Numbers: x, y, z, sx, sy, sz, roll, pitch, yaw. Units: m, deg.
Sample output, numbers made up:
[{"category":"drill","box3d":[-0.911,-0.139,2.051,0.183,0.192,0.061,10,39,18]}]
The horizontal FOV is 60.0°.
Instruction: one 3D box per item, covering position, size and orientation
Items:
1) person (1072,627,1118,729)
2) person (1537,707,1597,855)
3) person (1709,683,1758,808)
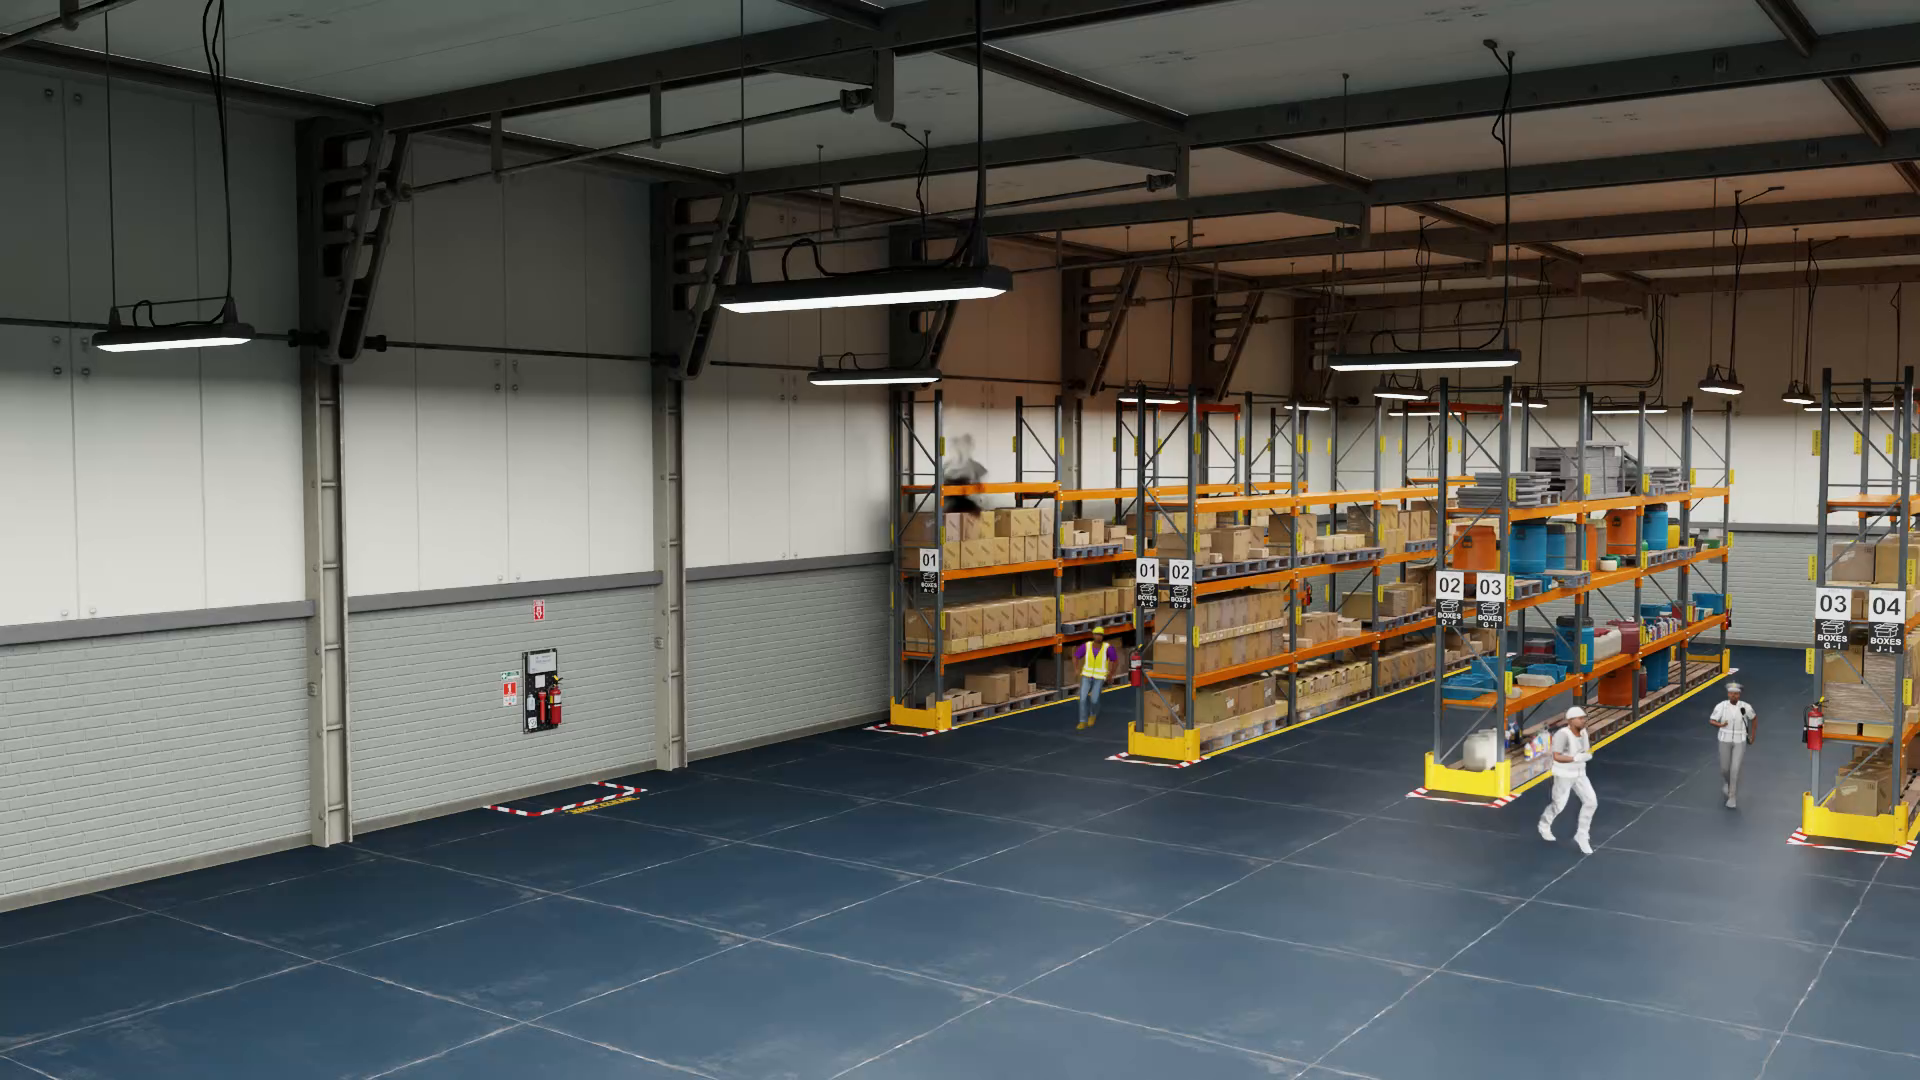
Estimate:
[{"category":"person","box3d":[2.240,2.307,27.774,0.761,1.731,0.502,1,3,13]},{"category":"person","box3d":[7.548,2.958,20.669,0.711,1.816,0.868,-2,4,-30]},{"category":"person","box3d":[10.805,2.823,23.256,0.609,1.686,0.906,2,4,27]}]
